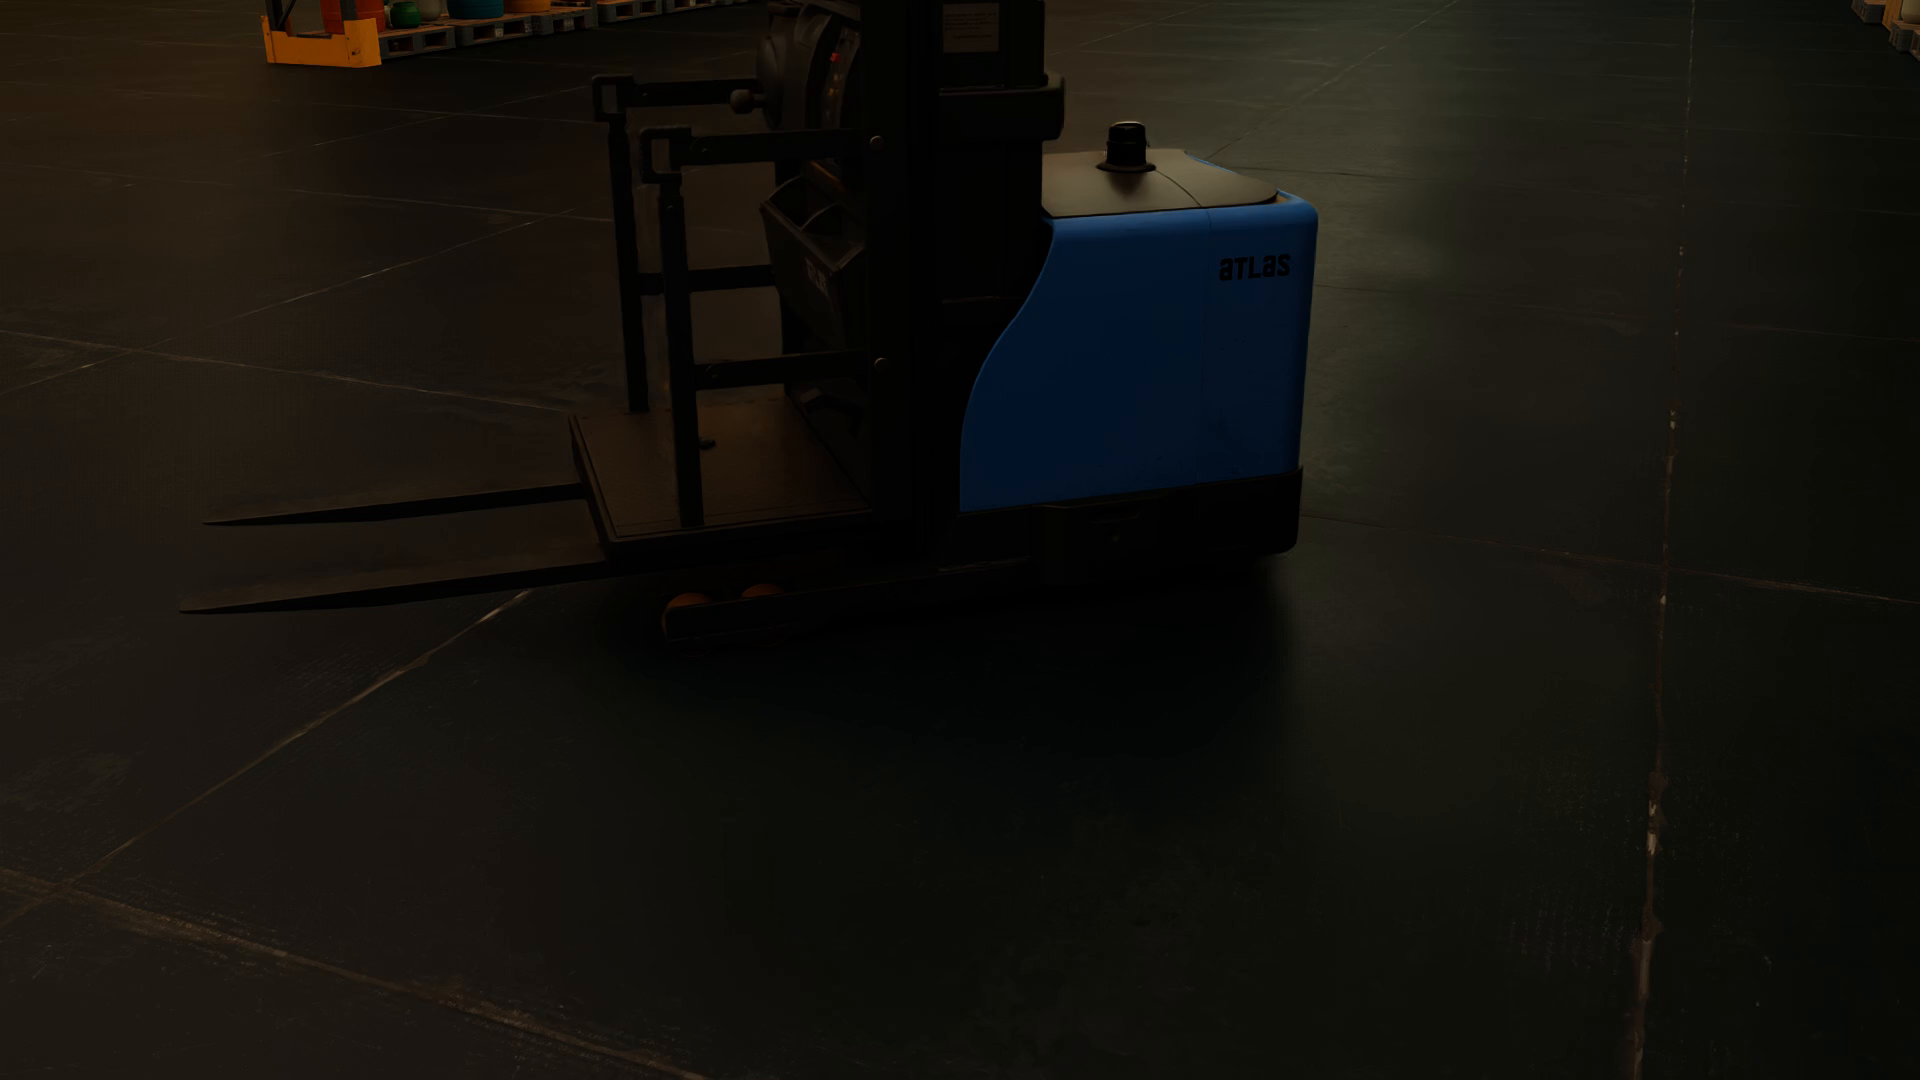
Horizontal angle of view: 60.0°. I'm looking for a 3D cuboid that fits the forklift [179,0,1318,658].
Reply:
[{"bbox_3d":[-0.586,-1.272,4.336,3.031,2.935,1.130,-7,24,-16],"label":"forklift"}]
